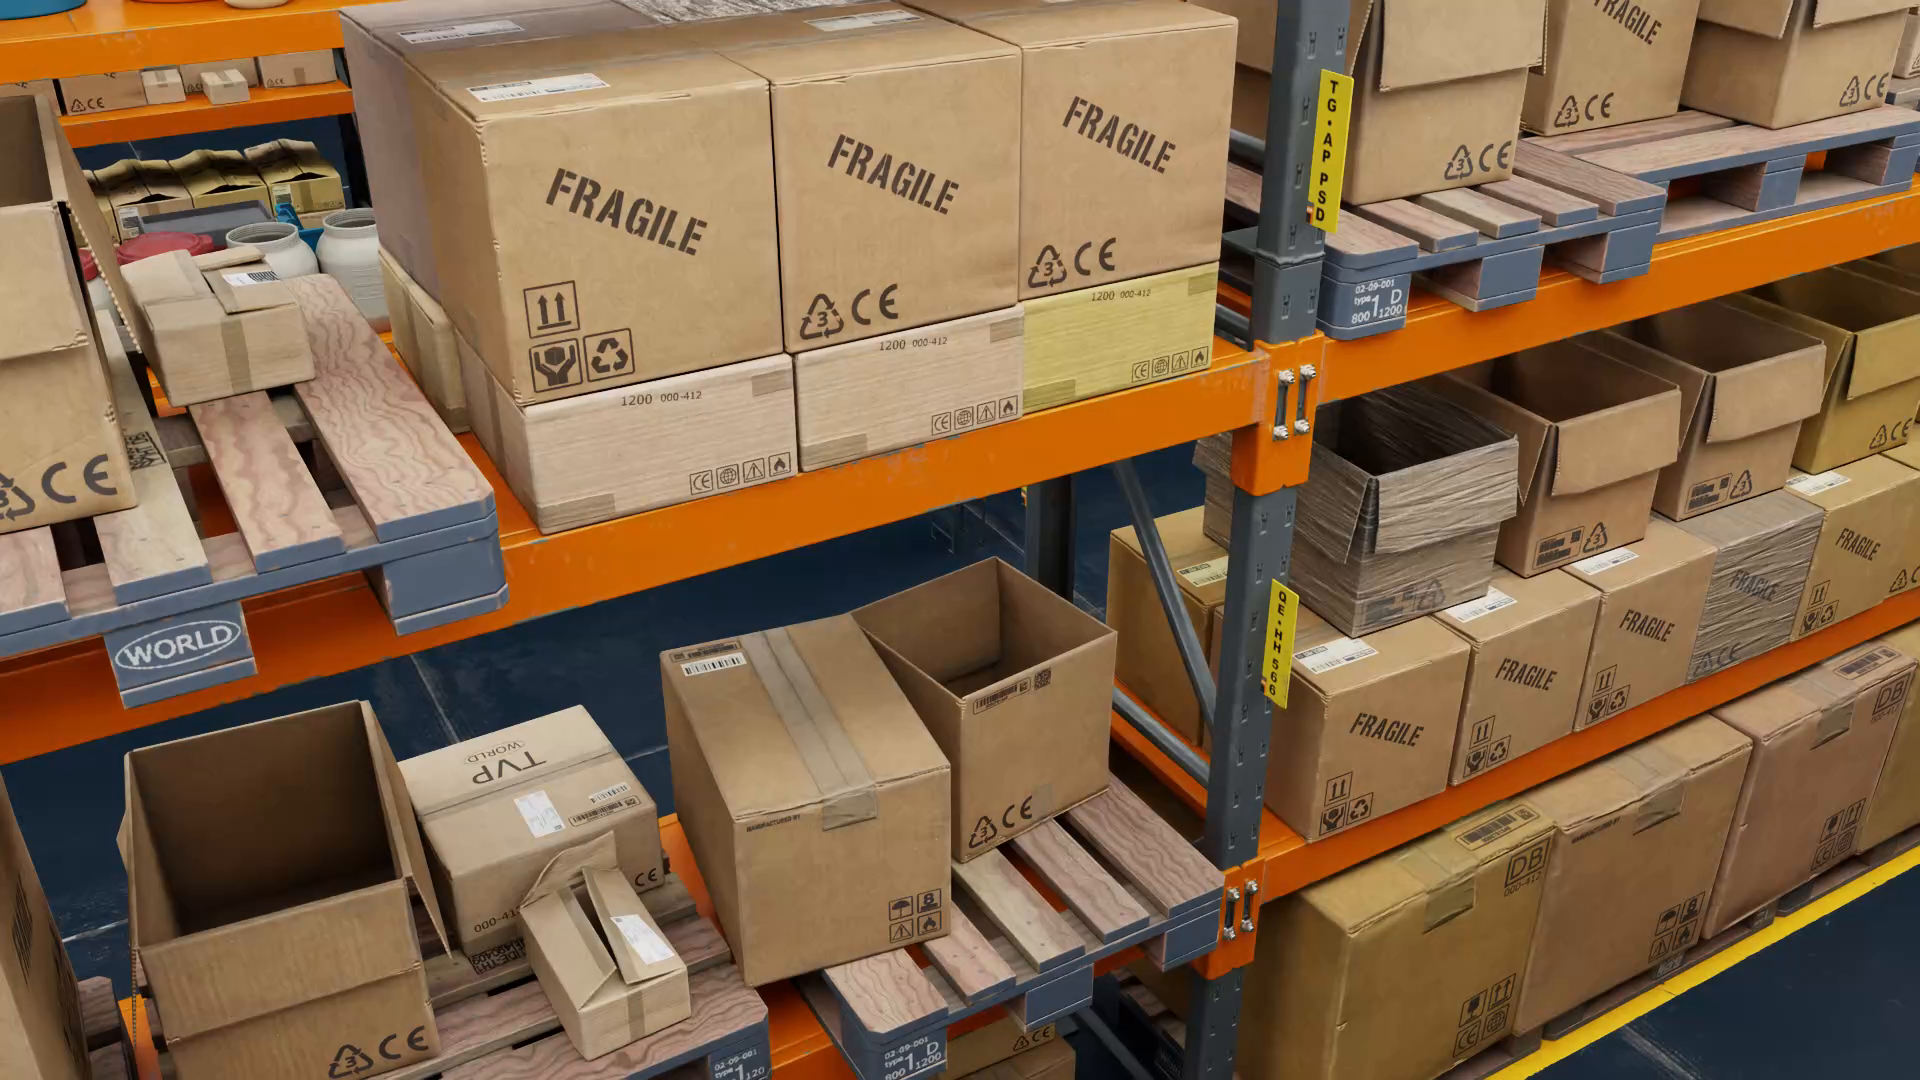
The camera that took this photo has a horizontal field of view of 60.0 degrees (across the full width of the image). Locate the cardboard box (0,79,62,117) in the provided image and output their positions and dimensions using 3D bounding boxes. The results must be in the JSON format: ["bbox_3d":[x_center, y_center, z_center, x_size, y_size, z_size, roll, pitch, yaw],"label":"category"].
[{"bbox_3d":[-6.412,-3.121,11.198,0.500,0.500,0.500,-16,33,-26],"label":"cardboard box"}]

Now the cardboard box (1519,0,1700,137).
[{"bbox_3d":[1.684,-1.464,4.657,0.500,0.500,0.500,-14,32,-24],"label":"cardboard box"}]

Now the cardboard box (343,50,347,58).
[{"bbox_3d":[-6.332,-5.055,16.595,0.750,0.750,0.750,-16,33,-27],"label":"cardboard box"}]

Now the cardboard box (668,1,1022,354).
[{"bbox_3d":[-0.226,-0.721,3.227,0.500,0.500,0.500,-16,33,-26],"label":"cardboard box"}]

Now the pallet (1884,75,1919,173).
[{"bbox_3d":[3.179,-1.460,5.385,1.217,0.209,0.805,-17,33,-28],"label":"pallet"}]

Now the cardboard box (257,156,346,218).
[{"bbox_3d":[-4.847,-2.619,12.221,0.500,0.311,0.500,-15,32,-25],"label":"cardboard box"}]

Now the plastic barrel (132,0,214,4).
[{"bbox_3d":[-3.396,-2.790,7.152,0.708,0.830,0.600,-16,33,-26],"label":"plastic barrel"}]

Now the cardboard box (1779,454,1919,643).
[{"bbox_3d":[2.802,-0.042,5.618,0.500,0.500,0.500,-16,33,-27],"label":"cardboard box"}]

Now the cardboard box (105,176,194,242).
[{"bbox_3d":[-5.728,-2.366,11.764,0.500,0.311,0.500,-16,33,-27],"label":"cardboard box"}]

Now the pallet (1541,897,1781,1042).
[{"bbox_3d":[2.264,1.266,6.237,1.213,0.211,1.003,-16,33,-26],"label":"pallet"}]

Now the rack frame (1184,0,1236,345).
[{"bbox_3d":[1.435,-2.539,10.246,0.127,3.000,1.000,-16,33,-26],"label":"rack frame"}]

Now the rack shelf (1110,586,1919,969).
[{"bbox_3d":[2.220,0.329,5.794,4.000,0.370,1.077,-16,33,-26],"label":"rack shelf"}]

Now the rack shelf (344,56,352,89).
[{"bbox_3d":[-2.796,-3.799,13.273,4.000,0.370,1.077,-16,33,-26],"label":"rack shelf"}]

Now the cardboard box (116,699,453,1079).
[{"bbox_3d":[-1.505,0.791,3.671,0.637,0.503,0.797,-12,31,-21],"label":"cardboard box"}]

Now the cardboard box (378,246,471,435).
[{"bbox_3d":[-0.920,-0.480,3.565,0.500,0.250,0.500,-15,32,-25],"label":"cardboard box"}]

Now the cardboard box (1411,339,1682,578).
[{"bbox_3d":[1.697,-0.310,5.065,0.637,0.503,0.797,-15,32,-25],"label":"cardboard box"}]

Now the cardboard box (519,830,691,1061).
[{"bbox_3d":[-0.805,0.899,3.720,0.258,0.266,0.396,-17,33,-28],"label":"cardboard box"}]

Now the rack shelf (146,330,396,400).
[{"bbox_3d":[-3.738,-0.755,7.758,4.000,0.370,1.077,-16,33,-26],"label":"rack shelf"}]

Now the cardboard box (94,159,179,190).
[{"bbox_3d":[-6.010,-2.588,12.165,0.500,0.311,0.500,-17,33,-28],"label":"cardboard box"}]

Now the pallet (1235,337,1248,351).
[{"bbox_3d":[2.049,-1.514,11.275,1.213,0.211,1.003,-16,33,-26],"label":"pallet"}]

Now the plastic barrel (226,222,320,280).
[{"bbox_3d":[-3.156,-1.165,7.640,0.421,0.512,0.421,0,29,0],"label":"plastic barrel"}]

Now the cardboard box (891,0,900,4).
[{"bbox_3d":[-0.040,-1.064,3.849,0.500,0.500,0.500,-16,32,-26],"label":"cardboard box"}]

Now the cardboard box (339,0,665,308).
[{"bbox_3d":[-0.909,-0.816,3.398,0.500,0.500,0.500,-17,33,-28],"label":"cardboard box"}]

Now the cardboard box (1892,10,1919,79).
[{"bbox_3d":[2.953,-1.702,5.284,0.500,0.311,0.500,-17,33,-28],"label":"cardboard box"}]

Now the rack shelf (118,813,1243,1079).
[{"bbox_3d":[-1.229,1.308,4.020,4.000,0.370,1.077,-16,33,-26],"label":"rack shelf"}]

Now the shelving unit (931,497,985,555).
[{"bbox_3d":[-0.012,-0.522,8.454,0.189,1.200,0.258,-16,33,-26],"label":"shelving unit"}]

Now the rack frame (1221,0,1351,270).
[{"bbox_3d":[0.495,-2.123,3.283,0.127,3.000,1.000,-16,33,-26],"label":"rack frame"}]

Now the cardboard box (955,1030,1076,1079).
[{"bbox_3d":[-0.072,1.578,4.918,0.500,0.500,0.700,-18,33,-29],"label":"cardboard box"}]

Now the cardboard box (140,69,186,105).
[{"bbox_3d":[-5.591,-3.178,11.665,0.250,0.149,0.380,-13,32,-23],"label":"cardboard box"}]

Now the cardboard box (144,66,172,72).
[{"bbox_3d":[-7.627,-4.587,16.089,0.500,0.500,0.700,-15,32,-26],"label":"cardboard box"}]

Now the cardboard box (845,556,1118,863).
[{"bbox_3d":[0.050,0.425,4.337,0.500,0.500,0.500,-20,35,-32],"label":"cardboard box"}]

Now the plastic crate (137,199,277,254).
[{"bbox_3d":[-3.562,-1.320,7.970,0.583,0.464,0.402,-16,33,-26],"label":"plastic crate"}]

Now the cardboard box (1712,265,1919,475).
[{"bbox_3d":[2.800,-0.635,5.655,0.637,0.503,0.797,-15,32,-26],"label":"cardboard box"}]

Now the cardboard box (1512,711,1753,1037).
[{"bbox_3d":[1.873,0.875,5.825,0.875,0.875,1.225,-16,33,-26],"label":"cardboard box"}]

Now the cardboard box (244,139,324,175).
[{"bbox_3d":[-5.120,-2.844,12.629,0.500,0.311,0.500,-15,32,-25],"label":"cardboard box"}]

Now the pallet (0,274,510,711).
[{"bbox_3d":[-1.474,-0.110,2.935,1.003,0.211,1.213,-16,33,-26],"label":"pallet"}]

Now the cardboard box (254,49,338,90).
[{"bbox_3d":[-4.856,-3.514,12.105,0.500,0.311,0.500,-14,32,-23],"label":"cardboard box"}]

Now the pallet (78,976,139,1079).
[{"bbox_3d":[-2.221,1.440,3.234,1.213,0.211,1.003,-16,33,-26],"label":"pallet"}]

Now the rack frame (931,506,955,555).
[{"bbox_3d":[-0.091,-0.499,8.413,0.006,1.200,0.240,-16,33,-26],"label":"rack frame"}]

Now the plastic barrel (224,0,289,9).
[{"bbox_3d":[-2.992,-2.404,7.040,0.301,0.262,0.301,0,29,0],"label":"plastic barrel"}]

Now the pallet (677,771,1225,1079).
[{"bbox_3d":[-0.065,0.807,4.383,1.003,0.211,1.213,-16,33,-26],"label":"pallet"}]

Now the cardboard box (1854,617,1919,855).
[{"bbox_3d":[3.402,0.436,6.620,0.875,0.875,1.225,-16,33,-26],"label":"cardboard box"}]

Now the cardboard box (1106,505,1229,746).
[{"bbox_3d":[0.795,0.236,5.115,0.500,0.500,0.500,-15,32,-25],"label":"cardboard box"}]

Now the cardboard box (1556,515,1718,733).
[{"bbox_3d":[1.936,0.200,5.179,0.500,0.500,0.500,-16,33,-27],"label":"cardboard box"}]

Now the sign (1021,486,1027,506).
[{"bbox_3d":[0.211,-0.234,4.871,0.005,0.325,0.100,-16,33,-26],"label":"sign"}]

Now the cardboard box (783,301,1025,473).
[{"bbox_3d":[-0.211,-0.398,3.418,0.500,0.250,0.500,-16,33,-27],"label":"cardboard box"}]

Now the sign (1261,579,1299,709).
[{"bbox_3d":[0.778,0.255,4.067,0.005,0.325,0.100,-16,33,-26],"label":"sign"}]

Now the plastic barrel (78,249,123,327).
[{"bbox_3d":[-3.894,-0.962,7.249,0.433,0.535,0.433,0,29,0],"label":"plastic barrel"}]

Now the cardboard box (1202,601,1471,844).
[{"bbox_3d":[1.052,0.454,4.719,0.500,0.500,0.500,-15,32,-25],"label":"cardboard box"}]

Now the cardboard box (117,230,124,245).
[{"bbox_3d":[-5.728,-2.124,11.906,0.500,0.250,0.500,-15,32,-25],"label":"cardboard box"}]

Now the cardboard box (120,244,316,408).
[{"bbox_3d":[-1.387,-0.413,3.096,0.250,0.166,0.380,-17,33,-28],"label":"cardboard box"}]
